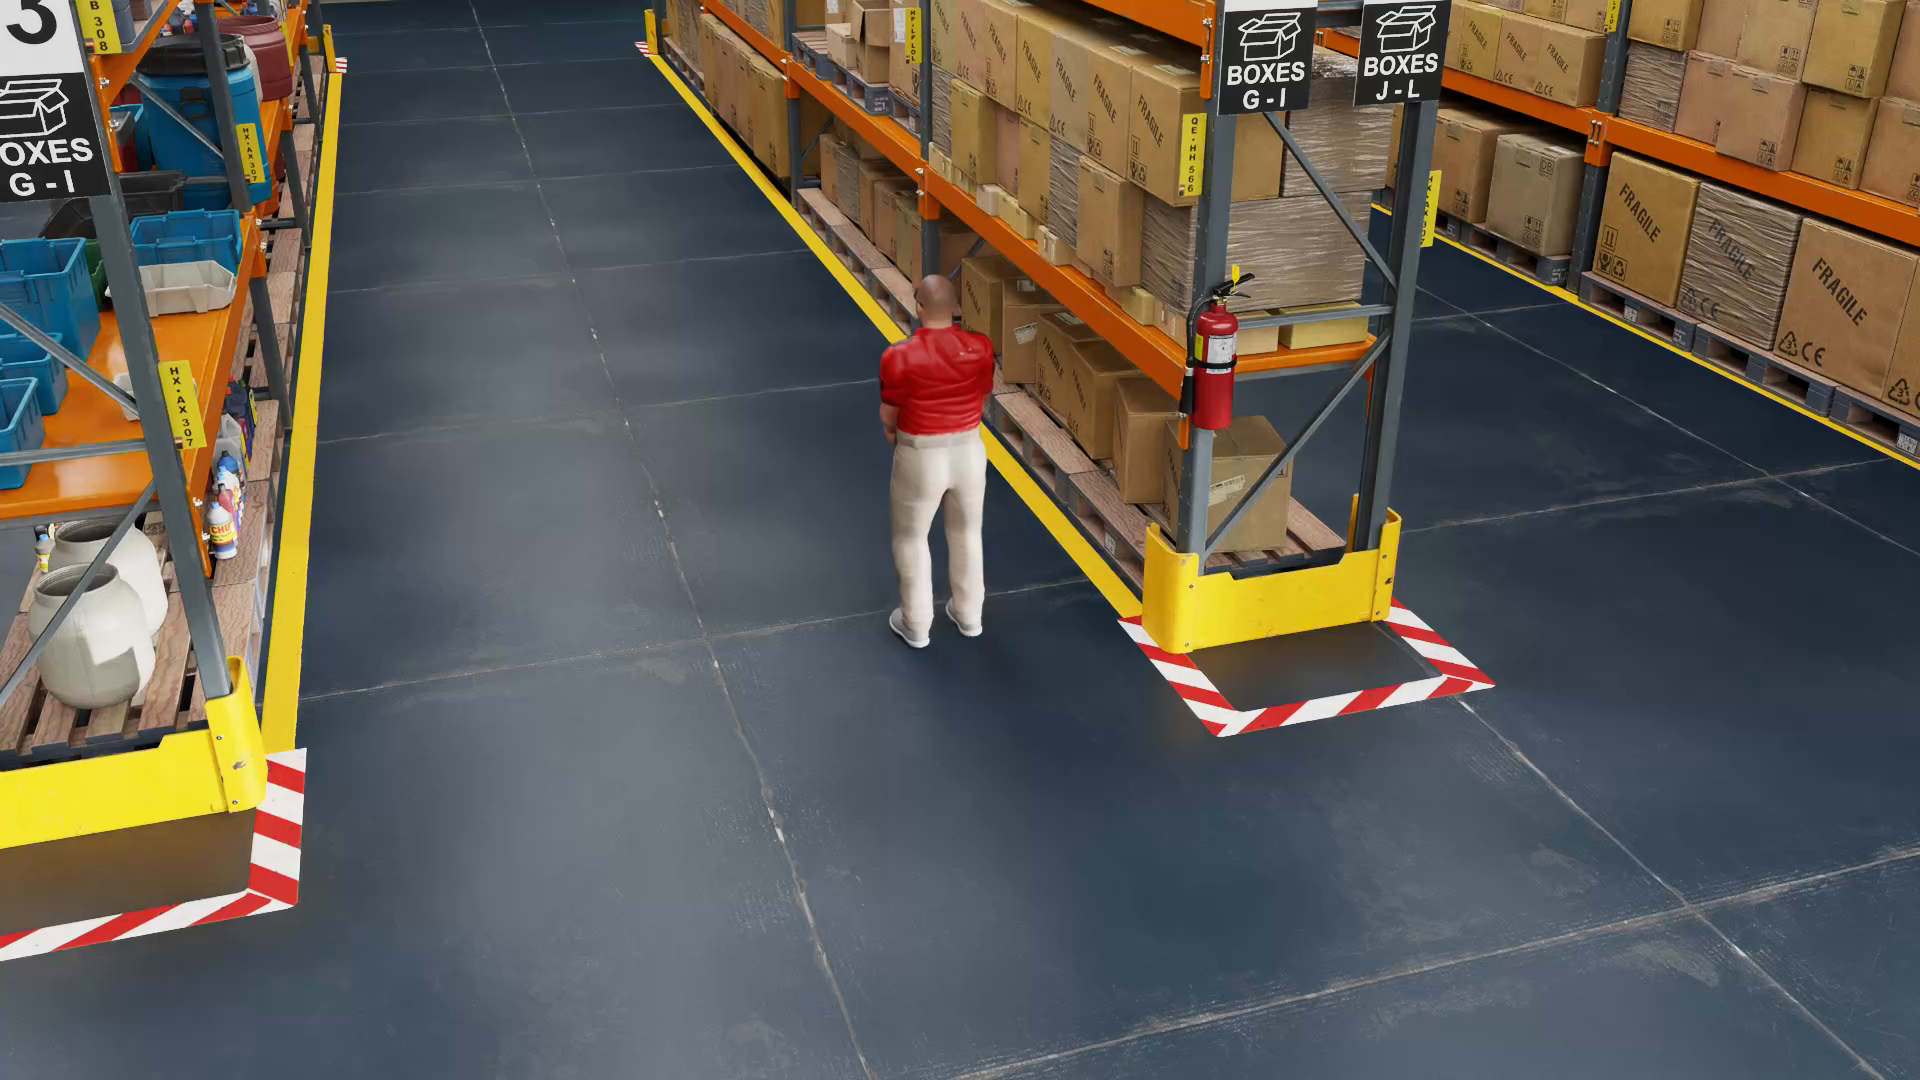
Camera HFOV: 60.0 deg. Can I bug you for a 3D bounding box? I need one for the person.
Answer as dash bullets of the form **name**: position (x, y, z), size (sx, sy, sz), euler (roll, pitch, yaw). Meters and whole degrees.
- **person**: position (-0.132, -0.379, 7.405), size (0.514, 1.722, 0.513), euler (-8, 27, -16)
